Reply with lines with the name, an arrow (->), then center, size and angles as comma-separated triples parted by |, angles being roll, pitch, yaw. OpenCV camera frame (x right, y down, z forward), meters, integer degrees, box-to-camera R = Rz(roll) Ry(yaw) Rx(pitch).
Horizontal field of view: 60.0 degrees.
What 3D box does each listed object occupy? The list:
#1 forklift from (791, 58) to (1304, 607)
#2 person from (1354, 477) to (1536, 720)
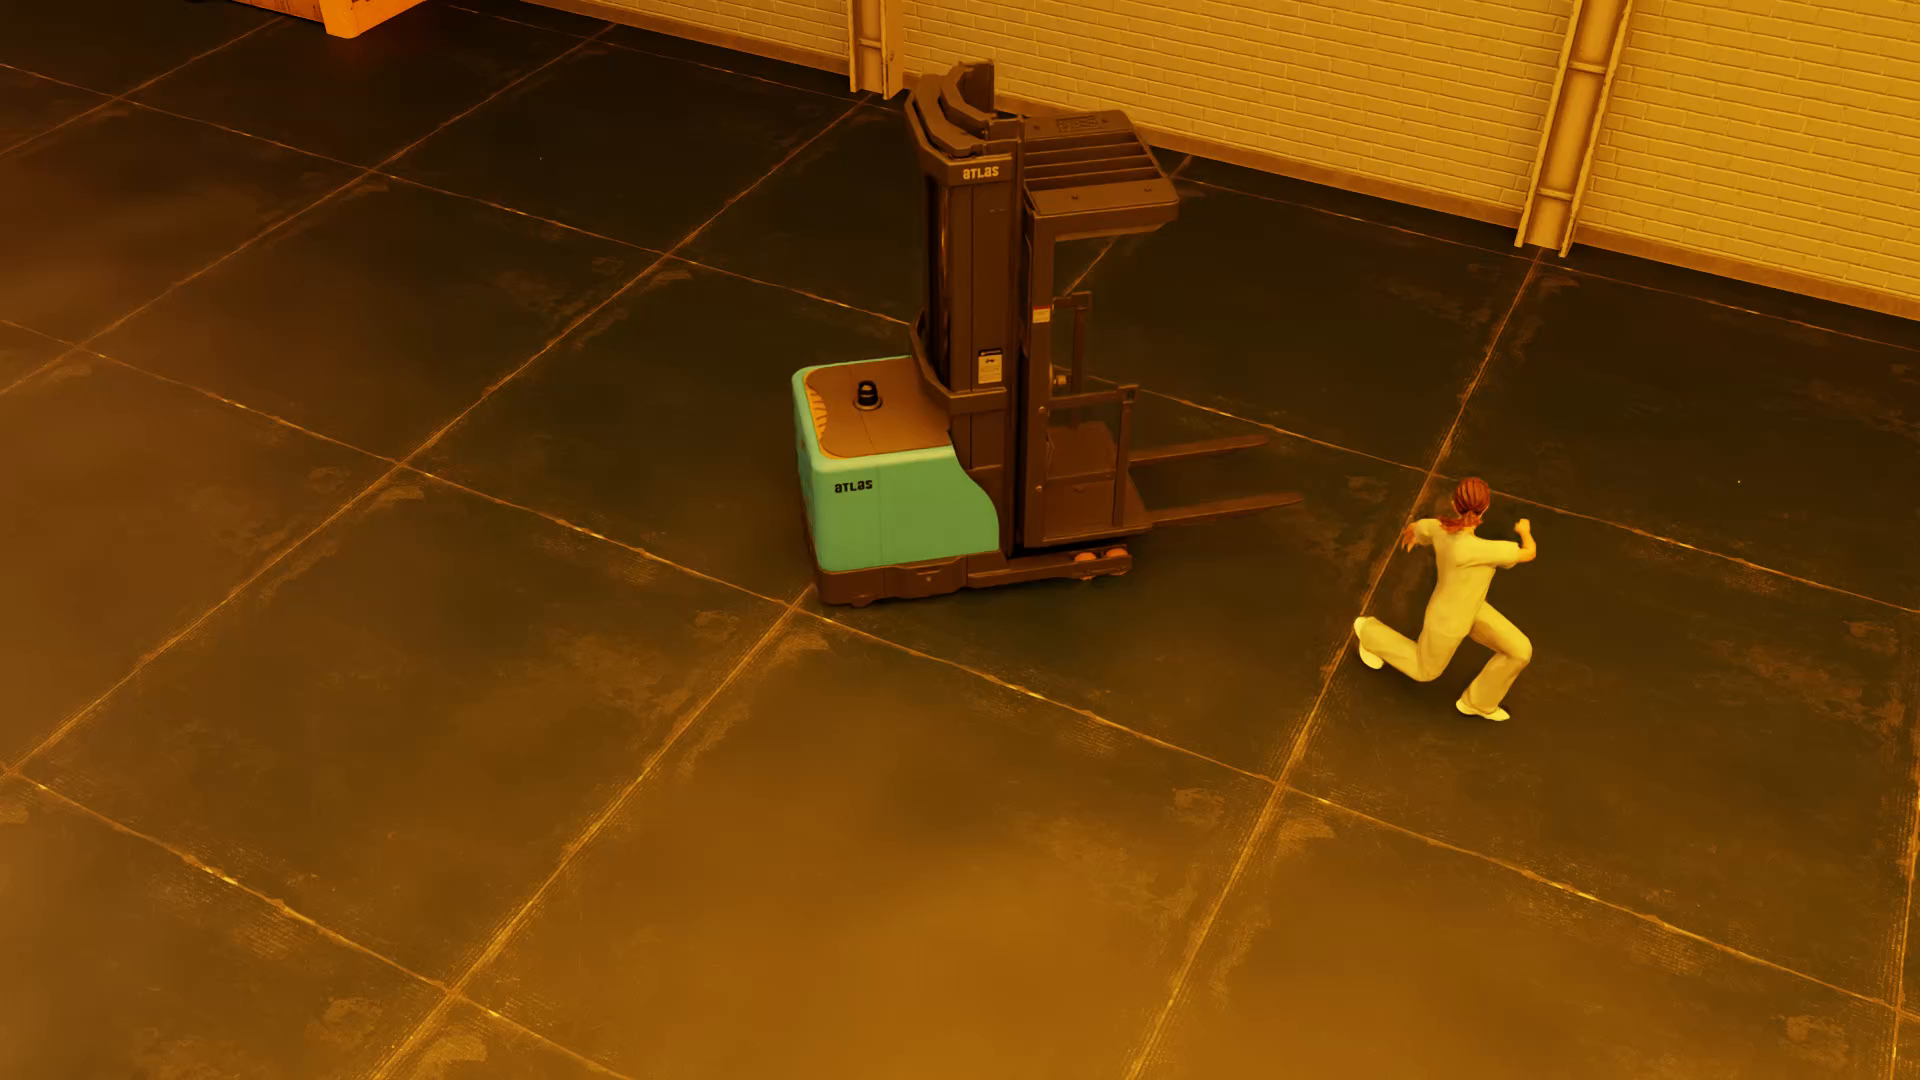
forklift -> 0.564, -1.208, 9.421 | 3.031, 2.935, 1.130 | -8, 41, -9
person -> 2.650, 0.247, 8.917 | 0.947, 1.441, 0.684 | 16, 43, 18
